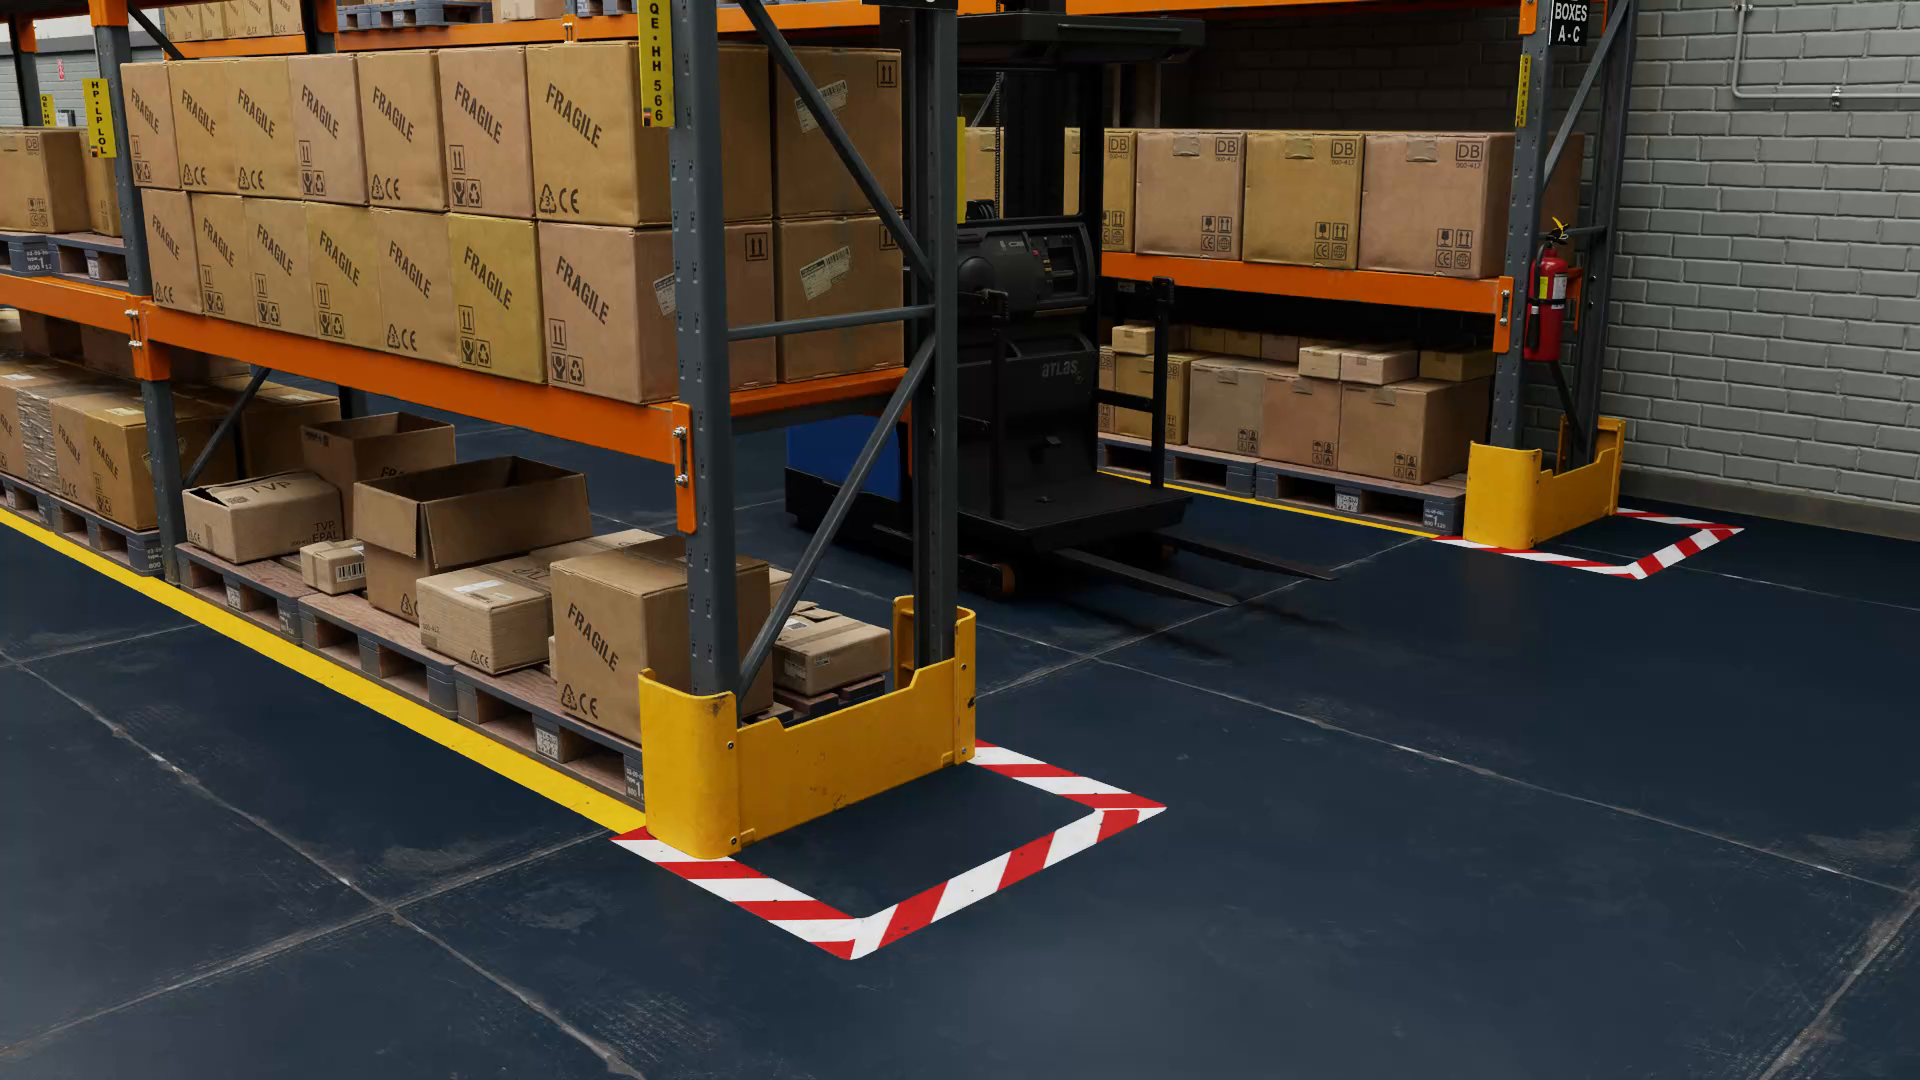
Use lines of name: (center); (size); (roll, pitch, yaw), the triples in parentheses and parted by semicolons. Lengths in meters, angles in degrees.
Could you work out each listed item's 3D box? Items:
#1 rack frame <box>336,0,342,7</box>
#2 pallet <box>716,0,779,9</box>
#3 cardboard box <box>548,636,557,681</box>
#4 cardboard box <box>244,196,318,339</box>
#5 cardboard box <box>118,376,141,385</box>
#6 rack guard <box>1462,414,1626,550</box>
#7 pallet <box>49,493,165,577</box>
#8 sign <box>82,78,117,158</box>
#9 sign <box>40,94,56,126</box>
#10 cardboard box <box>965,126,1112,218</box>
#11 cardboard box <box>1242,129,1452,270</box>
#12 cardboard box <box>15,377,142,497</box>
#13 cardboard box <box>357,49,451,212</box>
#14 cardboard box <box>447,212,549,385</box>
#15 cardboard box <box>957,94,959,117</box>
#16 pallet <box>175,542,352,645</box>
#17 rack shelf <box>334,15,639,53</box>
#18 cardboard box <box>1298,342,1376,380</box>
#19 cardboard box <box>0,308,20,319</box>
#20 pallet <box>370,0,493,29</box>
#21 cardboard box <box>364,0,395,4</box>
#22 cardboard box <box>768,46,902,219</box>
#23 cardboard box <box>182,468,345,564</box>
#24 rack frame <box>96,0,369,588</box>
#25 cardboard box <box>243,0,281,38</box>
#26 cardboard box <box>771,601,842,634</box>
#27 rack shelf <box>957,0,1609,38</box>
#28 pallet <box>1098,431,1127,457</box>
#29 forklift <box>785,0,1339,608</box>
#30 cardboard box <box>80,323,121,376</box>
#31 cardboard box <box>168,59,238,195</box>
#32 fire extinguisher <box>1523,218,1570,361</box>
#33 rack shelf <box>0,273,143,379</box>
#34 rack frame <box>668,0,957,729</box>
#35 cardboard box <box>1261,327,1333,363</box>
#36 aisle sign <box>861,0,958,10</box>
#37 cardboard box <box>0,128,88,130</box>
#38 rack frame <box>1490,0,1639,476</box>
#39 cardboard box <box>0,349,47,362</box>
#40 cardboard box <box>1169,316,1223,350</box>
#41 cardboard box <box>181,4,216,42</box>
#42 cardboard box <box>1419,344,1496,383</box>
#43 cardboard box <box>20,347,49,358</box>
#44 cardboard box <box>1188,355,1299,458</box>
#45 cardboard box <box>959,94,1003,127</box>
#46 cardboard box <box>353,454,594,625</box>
rack frame: (-5.599, -6.537, 15.674); (0.127, 3.000, 1.000); (14, 20, 42)
pallet: (-1.412, -3.996, 12.245); (1.003, 0.211, 1.213); (-13, 20, -42)
cardboard box: (-1.188, 0.386, 5.748); (0.250, 0.166, 0.380); (14, 20, 42)
cardboard box: (-2.369, -1.067, 6.380); (0.500, 0.500, 0.500); (14, 20, 42)
cardboard box: (-4.201, -0.647, 9.050); (0.500, 0.500, 0.500); (14, 20, 43)
rack guard: (3.056, -0.320, 8.670); (0.348, 0.500, 1.175); (14, 20, 42)
pallet: (-3.888, -0.120, 8.476); (1.213, 0.211, 1.003); (14, 20, 42)
sign: (-3.659, -1.793, 7.069); (0.005, 0.325, 0.100); (14, 20, 42)
sign: (-5.786, -2.657, 10.539); (0.005, 0.325, 0.100); (14, 20, 42)
cardboard box: (0.539, -2.281, 10.644); (0.700, 0.700, 0.980); (14, 20, 43)
cardboard box: (2.134, -1.892, 9.149); (0.700, 0.700, 0.980); (13, 20, 42)
cardboard box: (-4.541, -0.548, 8.671); (0.500, 0.500, 0.500); (14, 20, 43)
cardboard box: (-1.648, -1.373, 5.570); (0.500, 0.500, 0.500); (-14, 20, -43)
cardboard box: (-1.284, -0.802, 5.362); (0.500, 0.500, 0.500); (14, 20, 43)
cardboard box: (-0.354, -2.834, 11.046); (0.500, 0.250, 0.500); (-14, 20, -43)
pallet: (-2.782, 0.135, 7.494); (1.213, 0.211, 1.003); (14, 20, 42)
rack shelf: (-4.160, -4.388, 14.800); (4.000, 0.370, 1.077); (14, 20, 42)
cardboard box: (2.062, -0.980, 9.082); (0.380, 0.149, 0.250); (-14, 20, -43)
cardboard box: (-6.713, -1.414, 11.417); (0.500, 0.311, 0.500); (13, 19, 41)
pallet: (-4.480, -4.687, 14.893); (1.003, 0.211, 1.213); (14, 20, 42)
cardboard box: (-5.261, -5.227, 15.564); (0.500, 0.500, 0.500); (-11, 18, -36)
cardboard box: (-0.533, -1.292, 5.261); (0.500, 0.500, 0.500); (-14, 20, -42)
cardboard box: (-3.124, -0.133, 7.455); (0.500, 0.311, 0.500); (14, 20, 42)
rack frame: (-3.276, -1.334, 7.604); (0.127, 3.000, 1.000); (14, 20, 42)
cardboard box: (-6.915, -5.368, 16.899); (0.500, 0.500, 0.500); (13, 19, 40)
cardboard box: (-0.639, 0.344, 5.908); (0.250, 0.166, 0.380); (14, 20, 42)
rack shelf: (1.599, -2.988, 9.427); (4.000, 0.370, 1.077); (14, 20, 42)
pallet: (0.653, -0.737, 10.844); (1.213, 0.211, 1.003); (14, 20, 42)
forklift: (0.389, -1.294, 7.584); (1.130, 2.935, 3.031); (-11, 18, -37)
cardboard box: (-4.536, -1.092, 9.272); (0.500, 0.250, 0.500); (13, 20, 41)
cardboard box: (-2.760, -1.643, 6.607); (0.500, 0.500, 0.500); (13, 19, 40)
fire extinguisher: (2.827, -1.206, 8.005); (0.183, 0.674, 0.296); (14, 20, 42)
rack shelf: (-4.716, -1.336, 9.038); (4.000, 0.370, 1.077); (14, 20, 42)
rack frame: (-0.396, -0.634, 4.917); (0.127, 3.000, 1.000); (14, 20, 42)
cardboard box: (1.966, -1.137, 9.686); (0.250, 0.149, 0.380); (14, 20, 43)
aisle sign: (-0.144, -1.934, 4.748); (0.004, 0.787, 0.394); (14, 20, 42)
cardboard box: (-5.098, -2.002, 9.134); (0.700, 0.500, 0.500); (-10, 18, -34)
rack frame: (3.039, -1.534, 8.371); (0.127, 3.000, 1.000); (14, 20, 42)
cardboard box: (-5.645, -0.816, 9.698); (0.500, 0.500, 0.500); (13, 19, 40)
cardboard box: (1.412, -1.271, 10.201); (0.250, 0.149, 0.380); (14, 20, 43)
cardboard box: (-8.050, -5.640, 17.940); (0.500, 0.500, 0.500); (-13, 19, -41)
cardboard box: (2.695, -0.960, 9.007); (0.250, 0.149, 0.380); (14, 20, 43)
cardboard box: (-5.319, -0.917, 10.086); (0.500, 0.500, 0.500); (-14, 20, -42)
cardboard box: (1.743, -0.808, 9.707); (0.500, 0.500, 0.700); (13, 19, 40)
cardboard box: (0.009, -2.927, 11.401); (0.500, 0.250, 0.500); (-14, 20, -42)
cardboard box: (-1.920, -0.011, 6.605); (0.637, 0.503, 0.797); (14, 20, 42)
